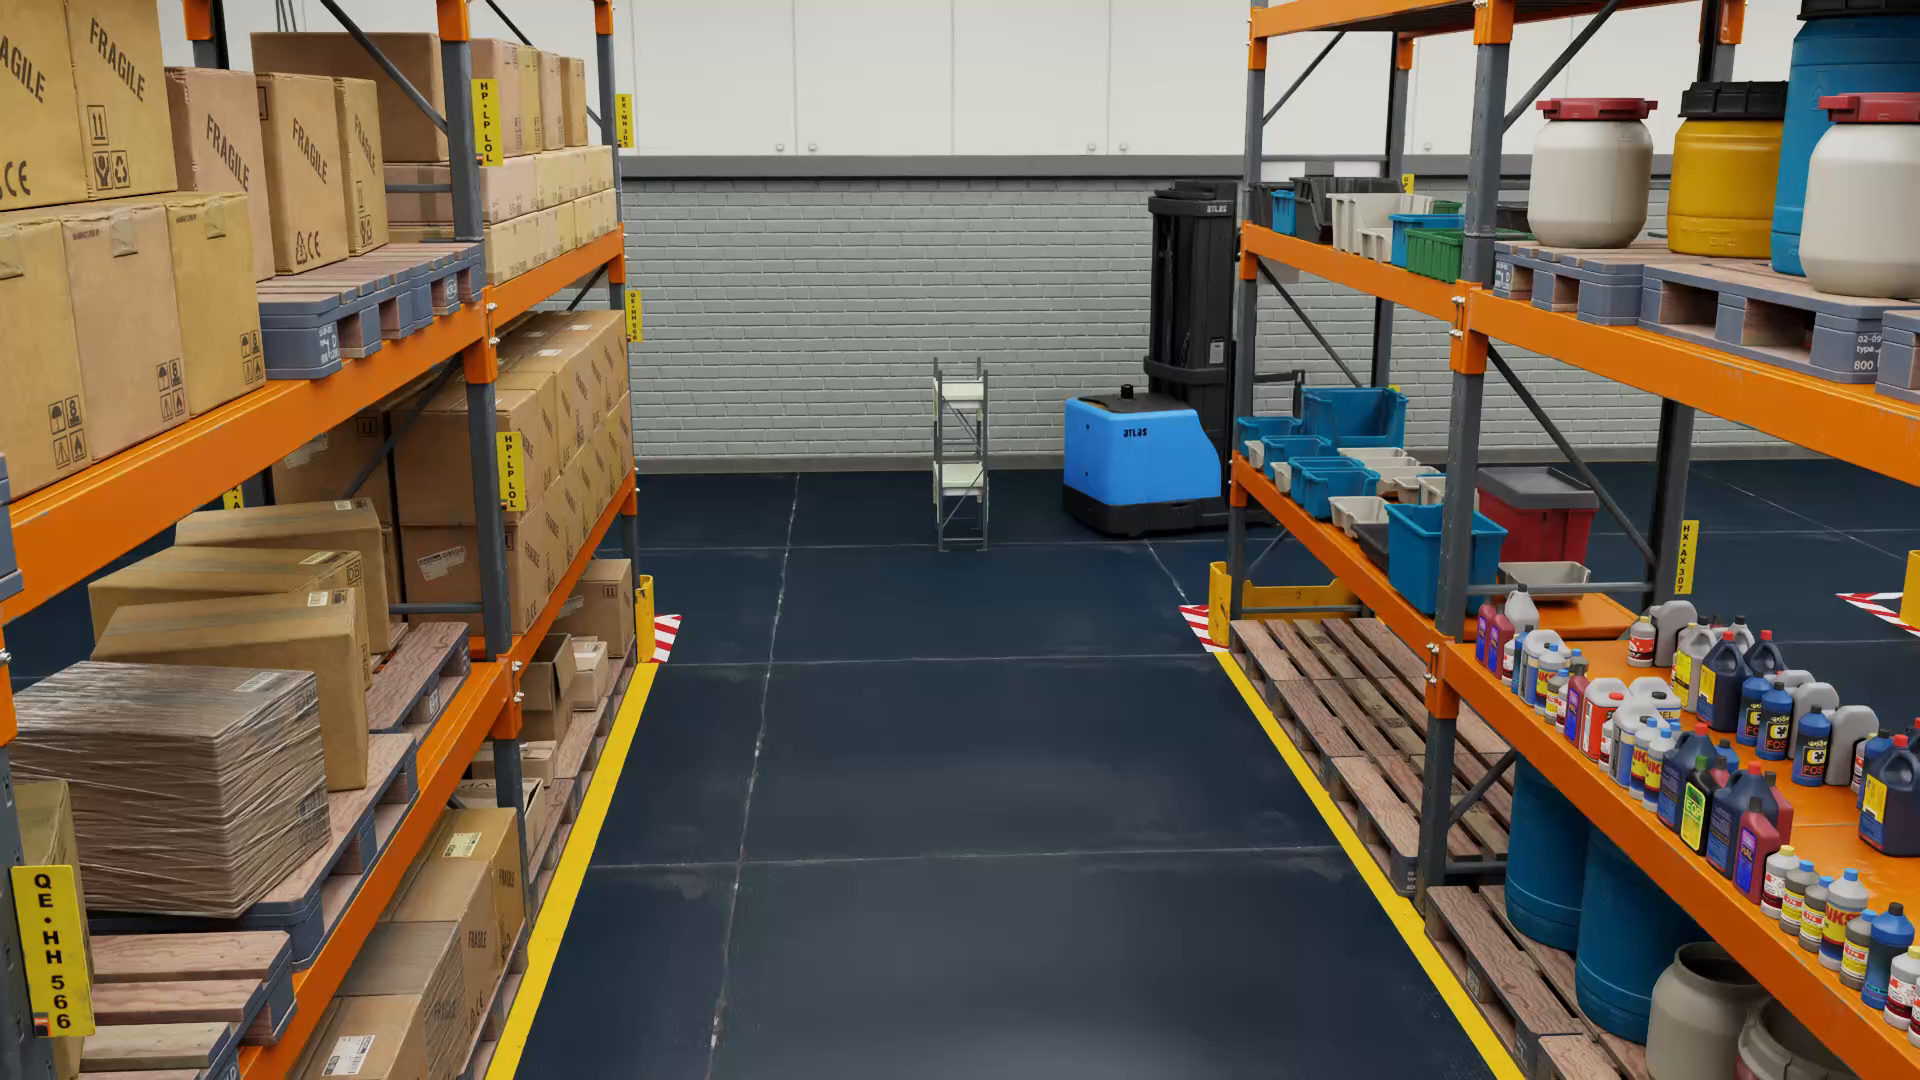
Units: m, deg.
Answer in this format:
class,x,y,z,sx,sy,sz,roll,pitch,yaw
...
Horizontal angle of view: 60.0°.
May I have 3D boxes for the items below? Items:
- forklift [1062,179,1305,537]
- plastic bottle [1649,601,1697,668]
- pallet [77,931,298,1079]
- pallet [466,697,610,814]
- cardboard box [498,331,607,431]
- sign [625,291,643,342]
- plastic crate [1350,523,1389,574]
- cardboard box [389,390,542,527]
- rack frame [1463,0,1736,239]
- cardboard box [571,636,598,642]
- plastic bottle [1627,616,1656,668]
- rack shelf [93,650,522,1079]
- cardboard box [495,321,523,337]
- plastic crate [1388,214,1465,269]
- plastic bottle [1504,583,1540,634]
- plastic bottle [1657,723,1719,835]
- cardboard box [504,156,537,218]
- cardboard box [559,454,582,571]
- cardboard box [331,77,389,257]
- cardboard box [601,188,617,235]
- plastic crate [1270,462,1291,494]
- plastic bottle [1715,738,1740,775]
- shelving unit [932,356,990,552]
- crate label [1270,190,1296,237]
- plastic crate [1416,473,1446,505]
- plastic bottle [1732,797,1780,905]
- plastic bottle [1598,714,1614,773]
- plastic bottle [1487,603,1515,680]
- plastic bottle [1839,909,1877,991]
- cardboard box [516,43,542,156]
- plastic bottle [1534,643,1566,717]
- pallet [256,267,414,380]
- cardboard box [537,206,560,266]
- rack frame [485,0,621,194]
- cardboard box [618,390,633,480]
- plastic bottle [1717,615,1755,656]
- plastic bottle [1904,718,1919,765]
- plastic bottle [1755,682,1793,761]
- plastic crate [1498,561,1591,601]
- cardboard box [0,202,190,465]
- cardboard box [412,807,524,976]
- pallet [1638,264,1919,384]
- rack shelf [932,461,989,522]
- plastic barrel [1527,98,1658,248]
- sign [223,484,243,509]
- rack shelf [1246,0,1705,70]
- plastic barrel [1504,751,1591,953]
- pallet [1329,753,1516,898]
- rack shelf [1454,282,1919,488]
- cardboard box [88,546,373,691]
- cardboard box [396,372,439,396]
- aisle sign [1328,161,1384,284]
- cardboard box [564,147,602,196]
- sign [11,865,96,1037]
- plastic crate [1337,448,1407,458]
class,x,y,z,sx,sy,sz,roll,pitch,yaw
forklift,2.478,-1.652,14.564,3.031,2.935,1.130,-5,15,-20
plastic bottle,2.913,0.370,6.816,0.152,0.276,0.135,-1,14,-3
pallet,-2.243,1.213,3.677,1.213,0.211,1.003,-1,14,-3
pallet,-2.499,1.168,9.062,1.003,0.211,1.213,-1,14,-3
cardboard box,-2.255,-0.874,9.195,0.500,0.500,0.500,0,14,-2
sign,-2.071,-1.419,10.565,0.100,0.325,0.005,-1,14,-3
plastic crate,2.228,0.047,8.255,0.437,0.125,0.590,-1,14,-3
cardboard box,-2.127,-0.361,7.204,0.500,0.500,0.500,-1,14,-2
rack frame,2.566,-2.688,6.414,1.000,3.000,0.127,-1,14,-3
cardboard box,-2.411,0.691,10.125,0.380,0.166,0.250,-1,14,-3
plastic bottle,2.789,0.413,6.800,0.097,0.201,0.097,0,14,0
rack shelf,-2.254,1.139,5.025,1.077,0.370,4.000,-1,14,-3
cardboard box,-2.822,-0.990,9.648,0.500,0.500,0.500,-1,14,-3
plastic crate,2.191,-1.376,7.670,0.416,0.233,0.300,-1,14,-3
plastic bottle,2.267,0.344,6.769,0.144,0.351,0.185,-1,14,-3
plastic bottle,2.304,0.738,5.236,0.144,0.351,0.185,-1,14,-3
cardboard box,-2.193,-1.578,7.419,0.500,0.250,0.500,-1,14,-3
cardboard box,-2.202,-0.138,8.343,0.500,0.500,0.500,-1,14,-4
cardboard box,-2.421,-1.334,5.926,0.600,0.600,0.600,-2,15,-9
cardboard box,-2.331,-1.958,9.899,0.500,0.250,0.500,-1,14,-3
plastic crate,1.984,-0.363,9.825,0.250,0.136,0.298,-1,14,-3
plastic bottle,2.422,0.764,5.295,0.097,0.271,0.097,0,14,0
shelving unit,0.000,-0.725,13.833,0.431,1.500,0.755,-1,14,-3
crate label,2.053,-1.924,9.762,0.408,0.251,0.502,-1,14,-3
plastic crate,2.701,-0.219,9.072,0.416,0.233,0.300,-1,14,-3
plastic bottle,2.292,0.890,4.780,0.061,0.283,0.133,-1,14,-3
plastic bottle,2.251,0.694,5.708,0.097,0.201,0.097,0,14,0
plastic bottle,2.171,0.405,6.668,0.061,0.283,0.133,-1,14,-3
plastic bottle,2.341,1.055,4.304,0.097,0.201,0.097,0,14,0
cardboard box,-2.373,-2.064,7.800,0.700,0.500,0.500,-1,14,-3
plastic bottle,2.217,0.521,6.240,0.097,0.271,0.097,0,14,0
pallet,-2.341,-0.648,4.881,1.213,0.211,1.003,-1,14,-3
cardboard box,-2.218,-1.461,7.965,0.500,0.250,0.500,-1,14,-3
rack frame,-2.626,-3.607,9.987,1.000,3.000,0.127,-1,14,-3
cardboard box,-2.327,-0.643,10.306,0.500,0.500,0.500,0,14,-2
plastic bottle,2.949,0.465,6.299,0.144,0.351,0.185,-1,14,-3
plastic bottle,3.018,0.739,5.235,0.144,0.351,0.185,-1,14,-3
plastic bottle,2.852,0.629,5.820,0.097,0.271,0.097,0,14,0
plastic crate,2.680,0.198,7.646,0.396,0.136,0.243,-1,14,-3
cardboard box,-2.223,-0.448,3.528,0.910,0.500,0.500,-1,14,-3
cardboard box,-2.062,1.409,6.665,0.500,0.500,0.500,-1,14,-4
pallet,2.785,-0.668,4.964,1.003,0.211,1.213,-1,14,-3
rack shelf,0.000,-0.409,13.914,0.431,0.370,0.720,-1,14,-3
plastic barrel,2.348,-1.370,6.195,0.433,0.535,0.433,0,14,0
sign,-2.919,-0.116,6.721,0.100,0.325,0.005,-1,14,-3
rack shelf,2.442,-2.643,8.487,1.077,0.370,4.000,-1,14,-3
plastic barrel,2.582,1.166,6.844,0.600,0.901,0.708,-1,14,-3
pallet,2.481,1.385,8.218,1.003,0.211,1.213,-1,14,-3
rack shelf,2.690,-0.390,4.945,1.077,0.370,4.000,-1,14,-3
cardboard box,-2.466,0.332,5.671,0.700,0.500,0.500,1,14,5
cardboard box,-2.702,-0.489,7.700,0.500,0.500,0.500,-1,14,-5
aisle sign,2.606,-2.059,10.792,0.394,0.787,0.004,-1,14,-3
cardboard box,-2.308,-2.076,9.353,0.500,0.250,0.500,-1,14,-3
sign,-1.577,0.718,2.894,0.100,0.325,0.005,-1,14,-3
plastic crate,2.549,-0.479,10.276,0.396,0.136,0.243,-1,14,-3
